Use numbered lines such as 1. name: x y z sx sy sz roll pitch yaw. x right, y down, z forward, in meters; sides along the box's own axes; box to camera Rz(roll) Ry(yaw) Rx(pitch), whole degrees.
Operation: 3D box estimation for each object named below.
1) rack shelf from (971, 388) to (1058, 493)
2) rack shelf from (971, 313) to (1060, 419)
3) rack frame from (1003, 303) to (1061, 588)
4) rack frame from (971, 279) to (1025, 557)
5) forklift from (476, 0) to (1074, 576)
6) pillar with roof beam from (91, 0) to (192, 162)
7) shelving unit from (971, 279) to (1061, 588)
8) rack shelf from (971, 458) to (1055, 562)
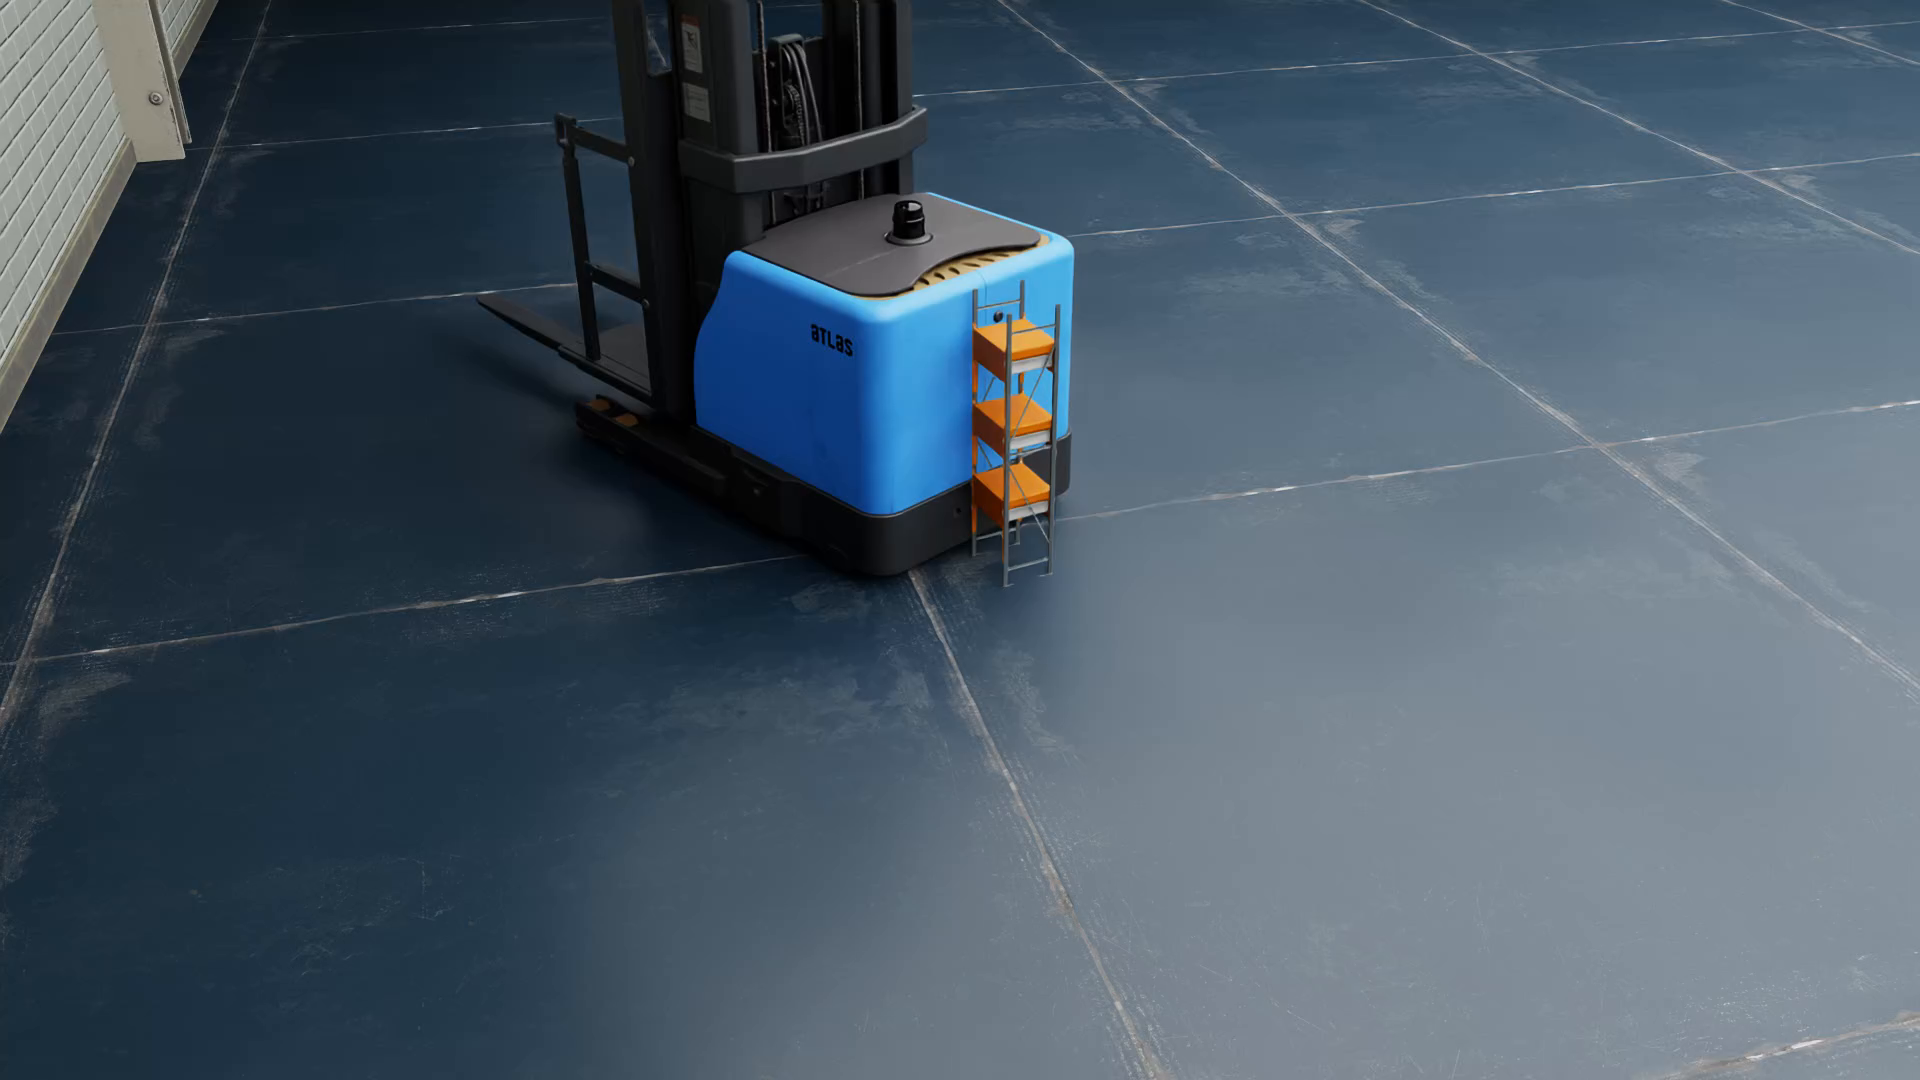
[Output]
1. rack shelf: 0.188 -0.351 5.829 0.215 0.259 0.240 -14 33 -23
2. rack shelf: 0.188 -0.596 5.687 0.215 0.259 0.240 -14 33 -23
3. rack frame: 0.243 -0.306 5.730 0.200 1.050 0.008 -14 33 -23
4. rack frame: 0.133 -0.414 5.918 0.200 1.050 0.008 -14 33 -23
5. forklift: -0.963 -1.782 6.402 1.130 2.935 3.031 -26 39 -37
6. pillar with roof beam: -0.880 -6.916 9.216 9.100 9.000 0.400 -8 31 -13
7. shelving unit: 0.188 -0.360 5.824 0.215 1.050 0.252 -14 33 -23
8. rack shelf: 0.188 -0.110 5.969 0.215 0.259 0.240 -14 33 -23
